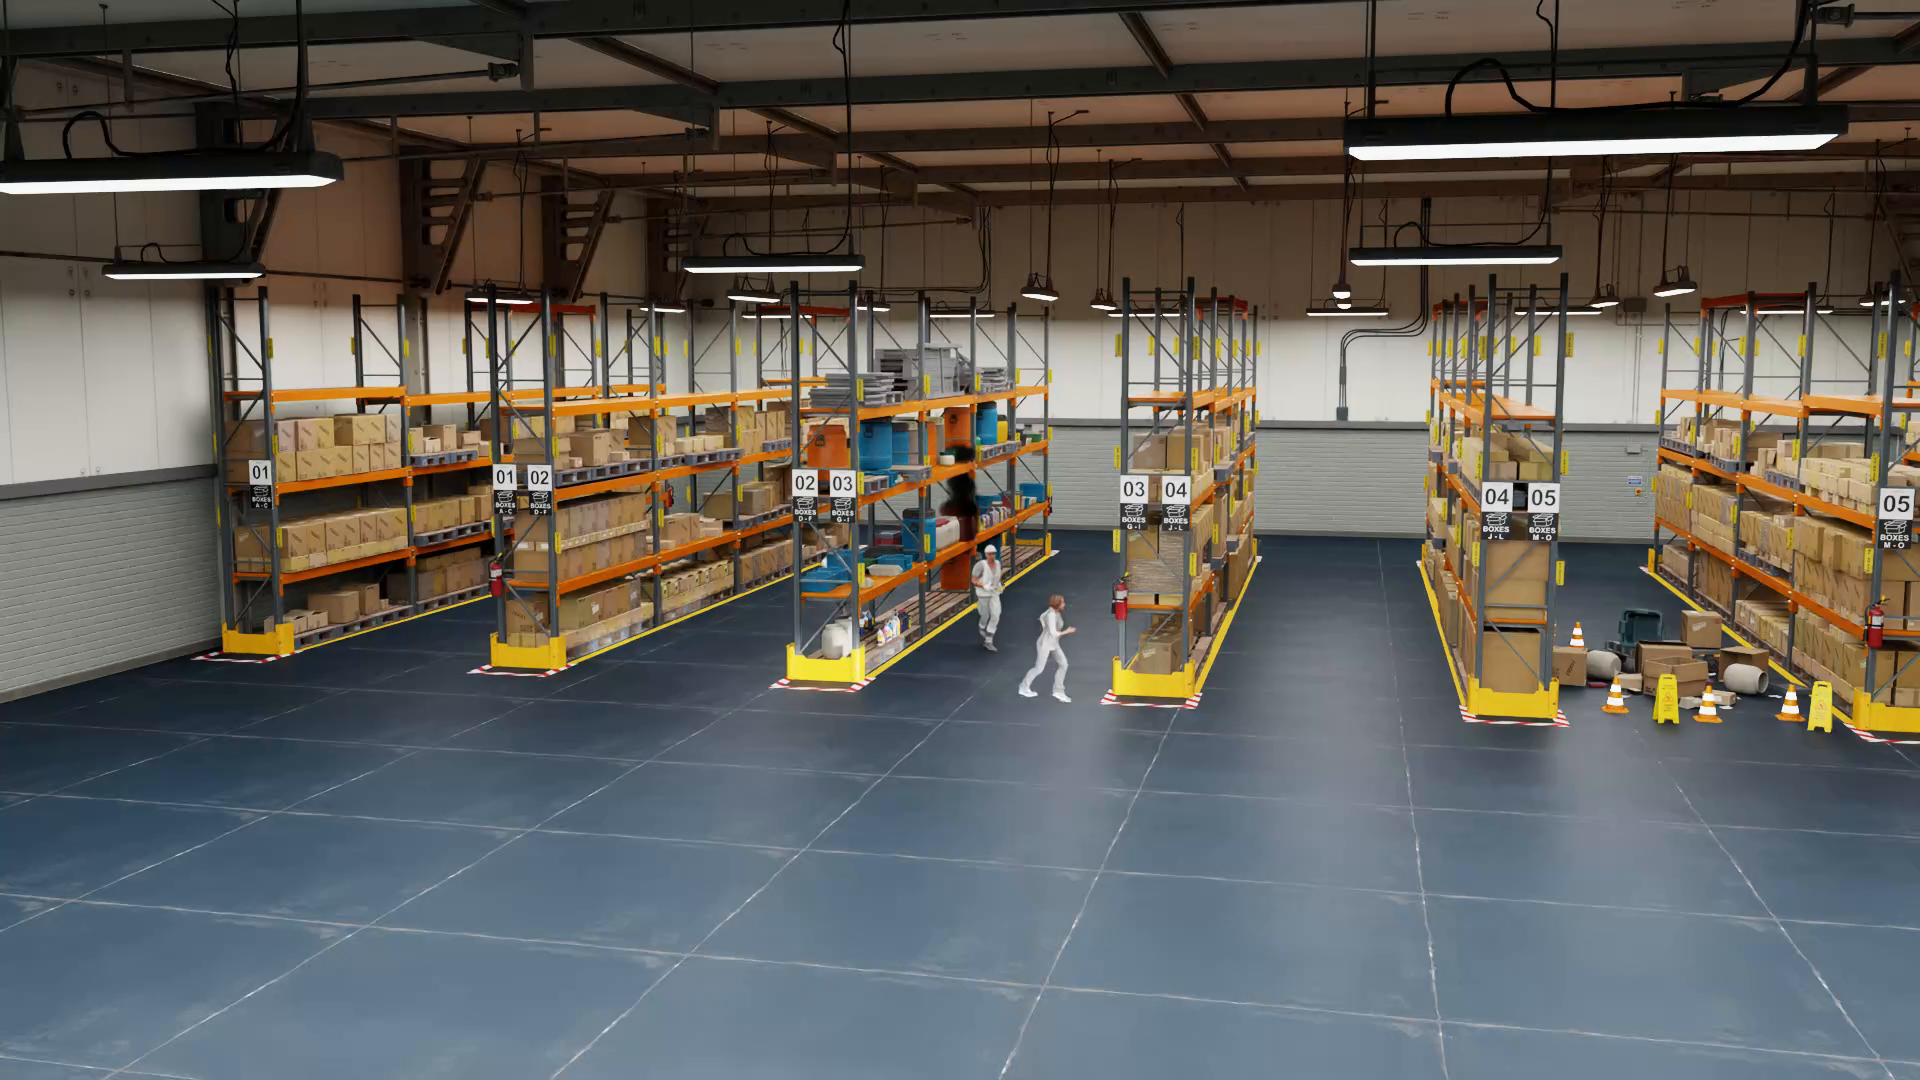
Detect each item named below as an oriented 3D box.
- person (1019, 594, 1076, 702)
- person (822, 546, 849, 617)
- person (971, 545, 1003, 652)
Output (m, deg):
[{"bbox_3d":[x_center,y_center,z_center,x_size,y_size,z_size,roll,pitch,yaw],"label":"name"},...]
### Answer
[{"bbox_3d":[1.224,1.528,23.530,0.843,1.571,0.531,3,7,22],"label":"person"},{"bbox_3d":[-2.260,0.771,30.800,0.580,1.383,0.941,0,7,2],"label":"person"},{"bbox_3d":[0.419,0.933,27.799,0.620,1.765,0.856,-2,7,-19],"label":"person"}]
